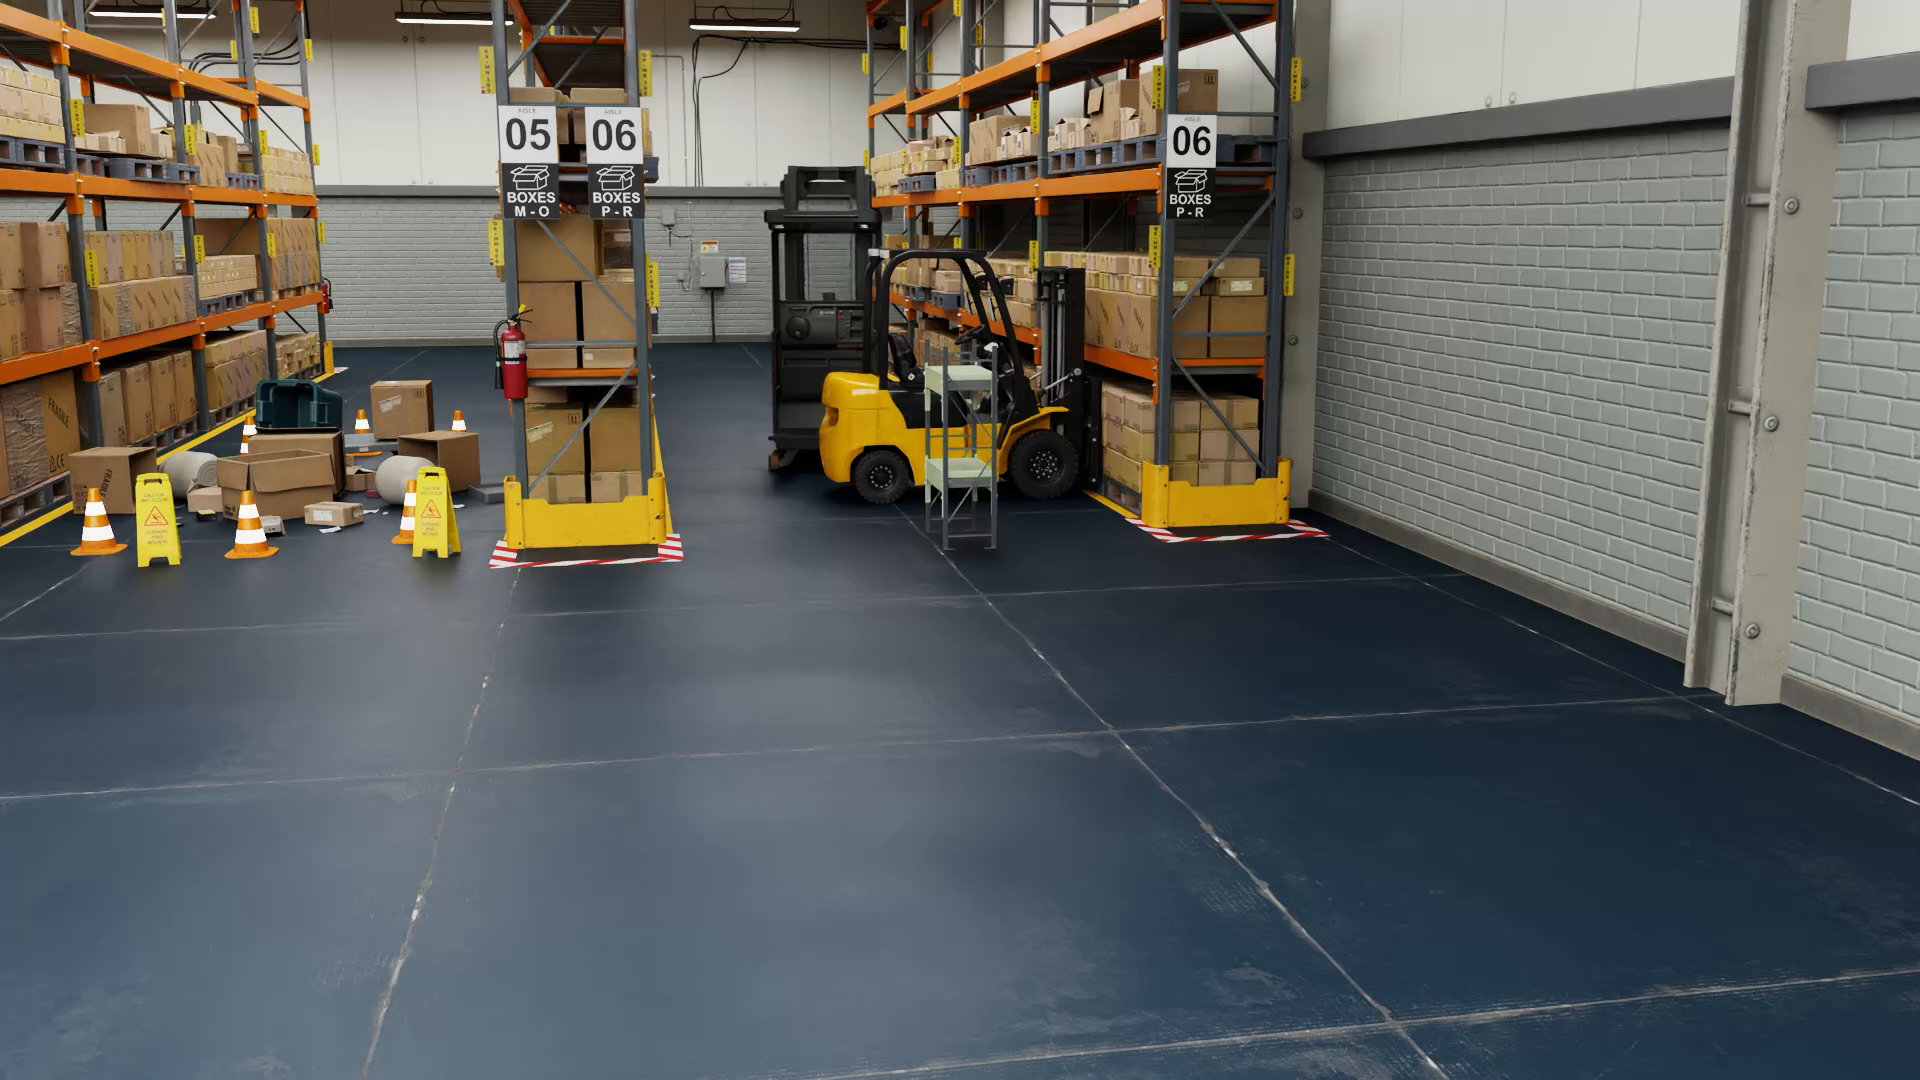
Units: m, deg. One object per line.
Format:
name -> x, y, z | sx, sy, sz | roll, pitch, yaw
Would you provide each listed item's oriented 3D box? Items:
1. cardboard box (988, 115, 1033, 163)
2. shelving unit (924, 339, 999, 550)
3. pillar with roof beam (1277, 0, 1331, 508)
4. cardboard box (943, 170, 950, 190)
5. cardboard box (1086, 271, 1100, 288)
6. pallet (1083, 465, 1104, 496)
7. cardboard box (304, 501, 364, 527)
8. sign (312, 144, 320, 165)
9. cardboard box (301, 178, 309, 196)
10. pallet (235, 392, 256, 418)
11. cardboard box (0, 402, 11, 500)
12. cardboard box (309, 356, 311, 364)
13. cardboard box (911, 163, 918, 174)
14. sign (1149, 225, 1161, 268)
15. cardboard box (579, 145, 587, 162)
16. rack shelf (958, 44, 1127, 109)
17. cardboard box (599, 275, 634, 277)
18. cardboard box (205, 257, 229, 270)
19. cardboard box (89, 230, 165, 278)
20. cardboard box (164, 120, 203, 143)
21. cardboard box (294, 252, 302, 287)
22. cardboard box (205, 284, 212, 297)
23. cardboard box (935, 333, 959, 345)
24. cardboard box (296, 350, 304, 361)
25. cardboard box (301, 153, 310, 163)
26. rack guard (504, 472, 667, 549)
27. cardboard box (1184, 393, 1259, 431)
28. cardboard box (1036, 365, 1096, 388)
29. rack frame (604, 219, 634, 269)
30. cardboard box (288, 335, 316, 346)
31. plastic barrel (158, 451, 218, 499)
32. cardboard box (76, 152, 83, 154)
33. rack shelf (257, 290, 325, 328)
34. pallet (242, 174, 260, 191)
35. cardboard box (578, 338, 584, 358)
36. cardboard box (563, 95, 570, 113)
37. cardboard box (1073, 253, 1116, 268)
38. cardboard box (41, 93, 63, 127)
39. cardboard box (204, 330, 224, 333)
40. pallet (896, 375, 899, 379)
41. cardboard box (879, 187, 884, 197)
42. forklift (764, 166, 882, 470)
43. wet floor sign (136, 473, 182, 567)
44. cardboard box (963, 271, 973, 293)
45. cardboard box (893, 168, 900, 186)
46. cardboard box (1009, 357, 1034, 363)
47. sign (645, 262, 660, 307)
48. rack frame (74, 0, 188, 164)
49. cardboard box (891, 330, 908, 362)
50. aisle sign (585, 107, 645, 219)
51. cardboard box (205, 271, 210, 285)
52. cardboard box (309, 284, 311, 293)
cardboard box -> 0.605, -4.542, 18.855 | 0.500, 0.500, 0.500 | -2, 11, -10
shelving unit -> 0.001, -0.736, 12.550 | 0.431, 1.500, 0.755 | -2, 11, -11
pillar with roof beam -> -1.413, -4.576, 12.669 | 9.100, 9.000, 0.400 | -2, 11, -11
cardboard box -> 0.068, -4.669, 21.585 | 0.500, 0.250, 0.500 | -2, 11, -11
cardboard box -> 1.368, -2.374, 15.143 | 0.380, 0.149, 0.250 | -2, 11, -12
pallet -> 1.637, -0.617, 15.373 | 1.003, 0.211, 1.213 | -2, 11, -11
cardboard box -> -5.044, -0.210, 13.401 | 0.380, 0.149, 0.250 | 4, 11, 18
sign -> -10.207, -6.104, 26.356 | 0.100, 0.325, 0.005 | -2, 11, -11
cardboard box -> -10.301, -5.412, 25.488 | 0.500, 0.250, 0.500 | -2, 11, -11
pallet -> -9.584, -1.709, 21.111 | 1.003, 0.211, 1.213 | -2, 11, -11
cardboard box -> -8.013, -0.691, 12.862 | 0.875, 0.875, 0.875 | -2, 11, -12
cardboard box -> -10.332, -2.801, 25.893 | 0.380, 0.149, 0.250 | -2, 11, -11
cardboard box -> -0.478, -5.221, 23.362 | 0.380, 0.149, 0.250 | -2, 11, -10
sign -> 1.526, -2.293, 12.989 | 0.100, 0.325, 0.005 | -2, 11, -11
cardboard box -> -2.692, -2.911, 12.618 | 0.380, 0.149, 0.250 | -2, 11, -13
rack shelf -> 0.894, -5.122, 18.535 | 1.077, 0.370, 4.000 | -2, 11, -11
cardboard box -> -2.832, -1.924, 13.719 | 0.500, 0.500, 0.500 | -2, 11, -12
cardboard box -> -9.401, -3.466, 20.842 | 0.380, 0.149, 0.250 | -2, 11, -12
cardboard box -> -9.022, -3.077, 17.899 | 0.700, 0.500, 0.500 | -2, 11, -12
cardboard box -> -9.108, -4.790, 19.501 | 0.396, 0.266, 0.258 | -2, 11, -11
cardboard box -> -10.125, -4.022, 24.745 | 0.500, 0.500, 0.500 | -2, 11, -8
cardboard box -> -9.193, -2.983, 19.896 | 0.380, 0.149, 0.250 | -2, 11, -8
cardboard box -> -0.149, -2.810, 23.264 | 0.380, 0.149, 0.250 | -2, 11, -9
cardboard box -> -10.044, -2.758, 24.870 | 0.380, 0.149, 0.250 | -2, 11, -10
cardboard box -> -10.402, -5.970, 26.018 | 0.380, 0.149, 0.250 | -2, 11, -12
rack guard -> -2.822, -0.229, 12.565 | 1.175, 0.500, 0.348 | -2, 11, -11
cardboard box -> 2.153, -1.066, 13.833 | 0.500, 0.250, 0.500 | -2, 11, -12
cardboard box -> 1.069, -1.605, 16.662 | 0.500, 0.250, 0.500 | -2, 11, -12
rack frame -> -3.585, -2.177, 16.112 | 1.000, 3.000, 0.127 | -2, 11, -11
cardboard box -> -10.236, -3.099, 25.864 | 0.380, 0.149, 0.250 | -2, 11, -12
plastic barrel -> -6.696, -0.561, 14.510 | 0.512, 0.421, 0.421 | 6, 12, 28
cardboard box -> -8.978, -3.977, 16.395 | 0.500, 0.311, 0.500 | -3, 11, -13
rack shelf -> -10.366, -3.459, 24.772 | 1.077, 0.370, 4.000 | -2, 11, -11
pallet -> -9.962, -4.710, 21.900 | 1.213, 0.211, 1.003 | -2, 11, -11
cardboard box -> -3.269, -1.569, 13.591 | 0.380, 0.149, 0.250 | -2, 11, -10
cardboard box -> -3.242, -3.380, 12.948 | 0.380, 0.149, 0.250 | -2, 11, -11
cardboard box -> 1.278, -2.614, 15.611 | 0.380, 0.149, 0.250 | -2, 11, -12
cardboard box -> -8.074, -3.699, 14.301 | 0.500, 0.250, 0.500 | -2, 11, -12
cardboard box -> -10.093, -2.647, 22.140 | 0.500, 0.250, 0.500 | -3, 11, -14
pallet -> -0.406, -2.582, 25.696 | 1.003, 0.211, 1.213 | -2, 11, -11
cardboard box -> -1.102, -5.650, 27.010 | 0.380, 0.149, 0.250 | -2, 11, -11
forklift -> -1.311, -2.174, 16.281 | 1.130, 2.935, 3.031 | 0, 11, -1
wet floor sign -> -5.695, -0.155, 11.785 | 0.267, 0.644, 0.232 | -4, 12, -21
cardboard box -> 0.327, -3.173, 20.407 | 0.500, 0.250, 0.500 | -2, 11, -11
cardboard box -> -0.724, -5.546, 25.395 | 0.500, 0.250, 0.500 | -3, 11, -13
cardboard box -> 0.879, -1.774, 19.221 | 0.875, 0.625, 0.625 | -3, 11, -13
sign -> -2.275, -1.888, 12.281 | 0.100, 0.325, 0.005 | -2, 11, -11
rack frame -> -9.199, -5.659, 18.363 | 1.000, 3.000, 0.127 | -2, 11, -11
cardboard box -> -0.695, -3.073, 26.383 | 0.700, 0.500, 0.500 | -3, 11, -13
aisle sign -> -2.491, -2.720, 12.014 | 0.394, 0.787, 0.004 | -2, 11, -11
cardboard box -> -9.206, -3.136, 19.901 | 0.380, 0.149, 0.250 | -2, 11, -13
cardboard box -> -10.339, -3.914, 25.910 | 0.380, 0.149, 0.250 | -2, 11, -12
